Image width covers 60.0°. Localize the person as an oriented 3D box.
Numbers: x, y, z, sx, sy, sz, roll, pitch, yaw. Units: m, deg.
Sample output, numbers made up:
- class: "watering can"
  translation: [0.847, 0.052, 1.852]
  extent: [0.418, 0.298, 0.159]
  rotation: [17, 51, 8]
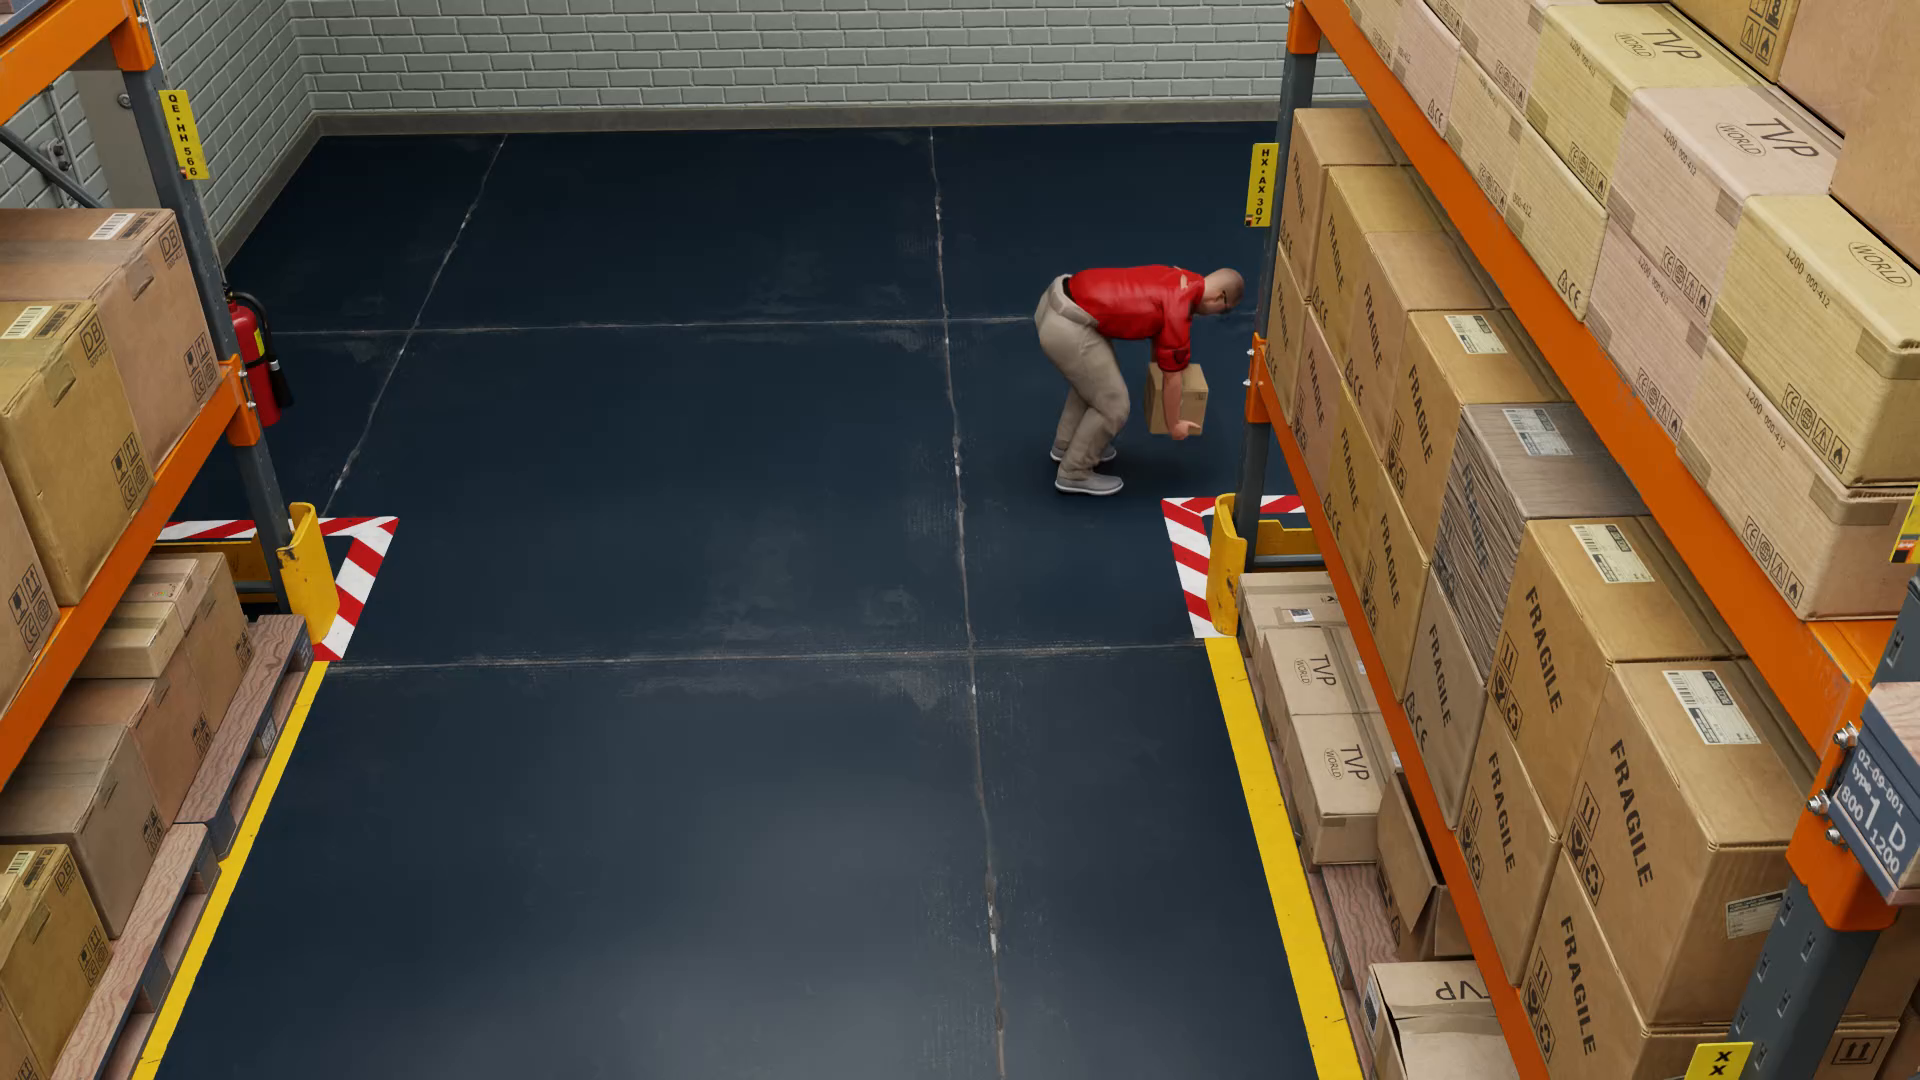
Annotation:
- class: "person"
  translation: [0.828, -0.774, 7.834]
  extent: [0.959, 1.078, 0.498]
  rotation: [-3, 35, -4]
